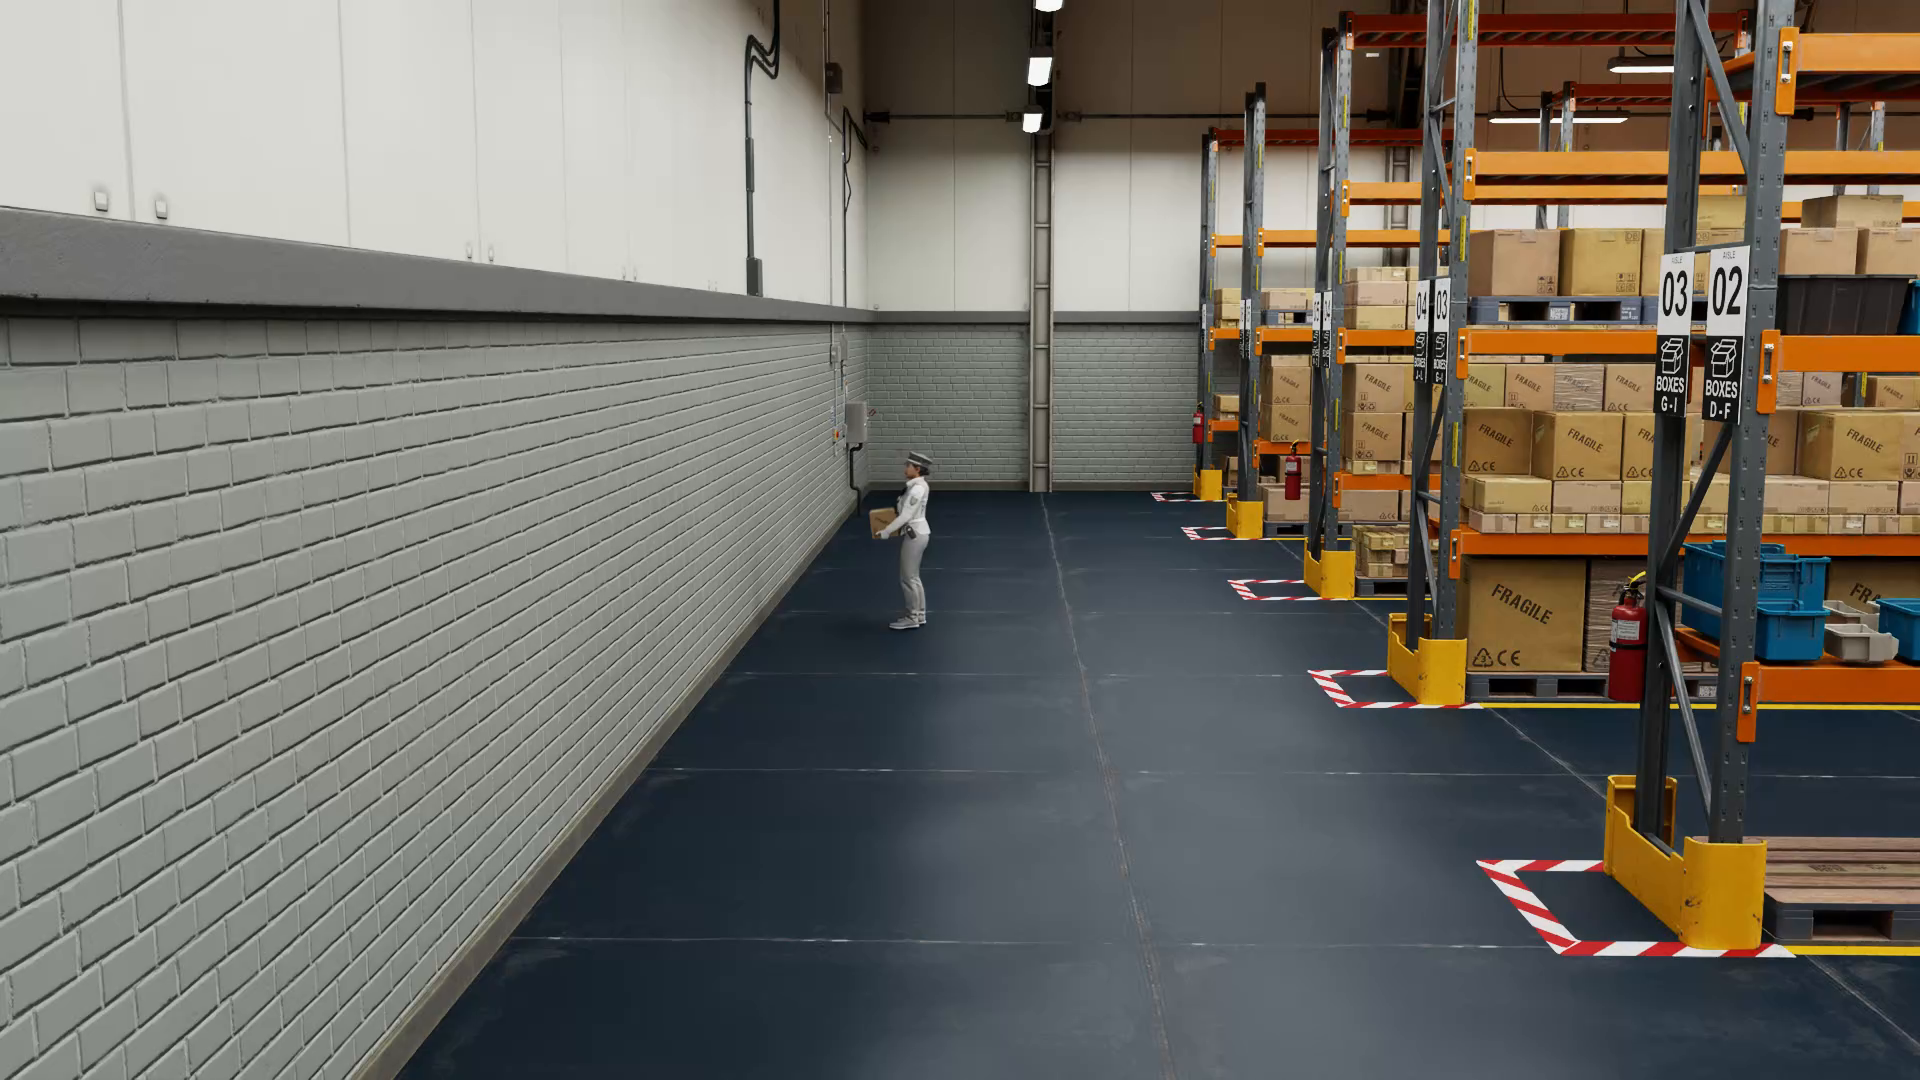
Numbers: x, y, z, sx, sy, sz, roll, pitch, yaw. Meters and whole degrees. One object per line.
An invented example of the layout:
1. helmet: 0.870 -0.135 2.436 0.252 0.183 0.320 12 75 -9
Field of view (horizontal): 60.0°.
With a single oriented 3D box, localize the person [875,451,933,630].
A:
1. person: -0.523 -0.006 15.741 0.539 1.690 0.457 0 7 2
